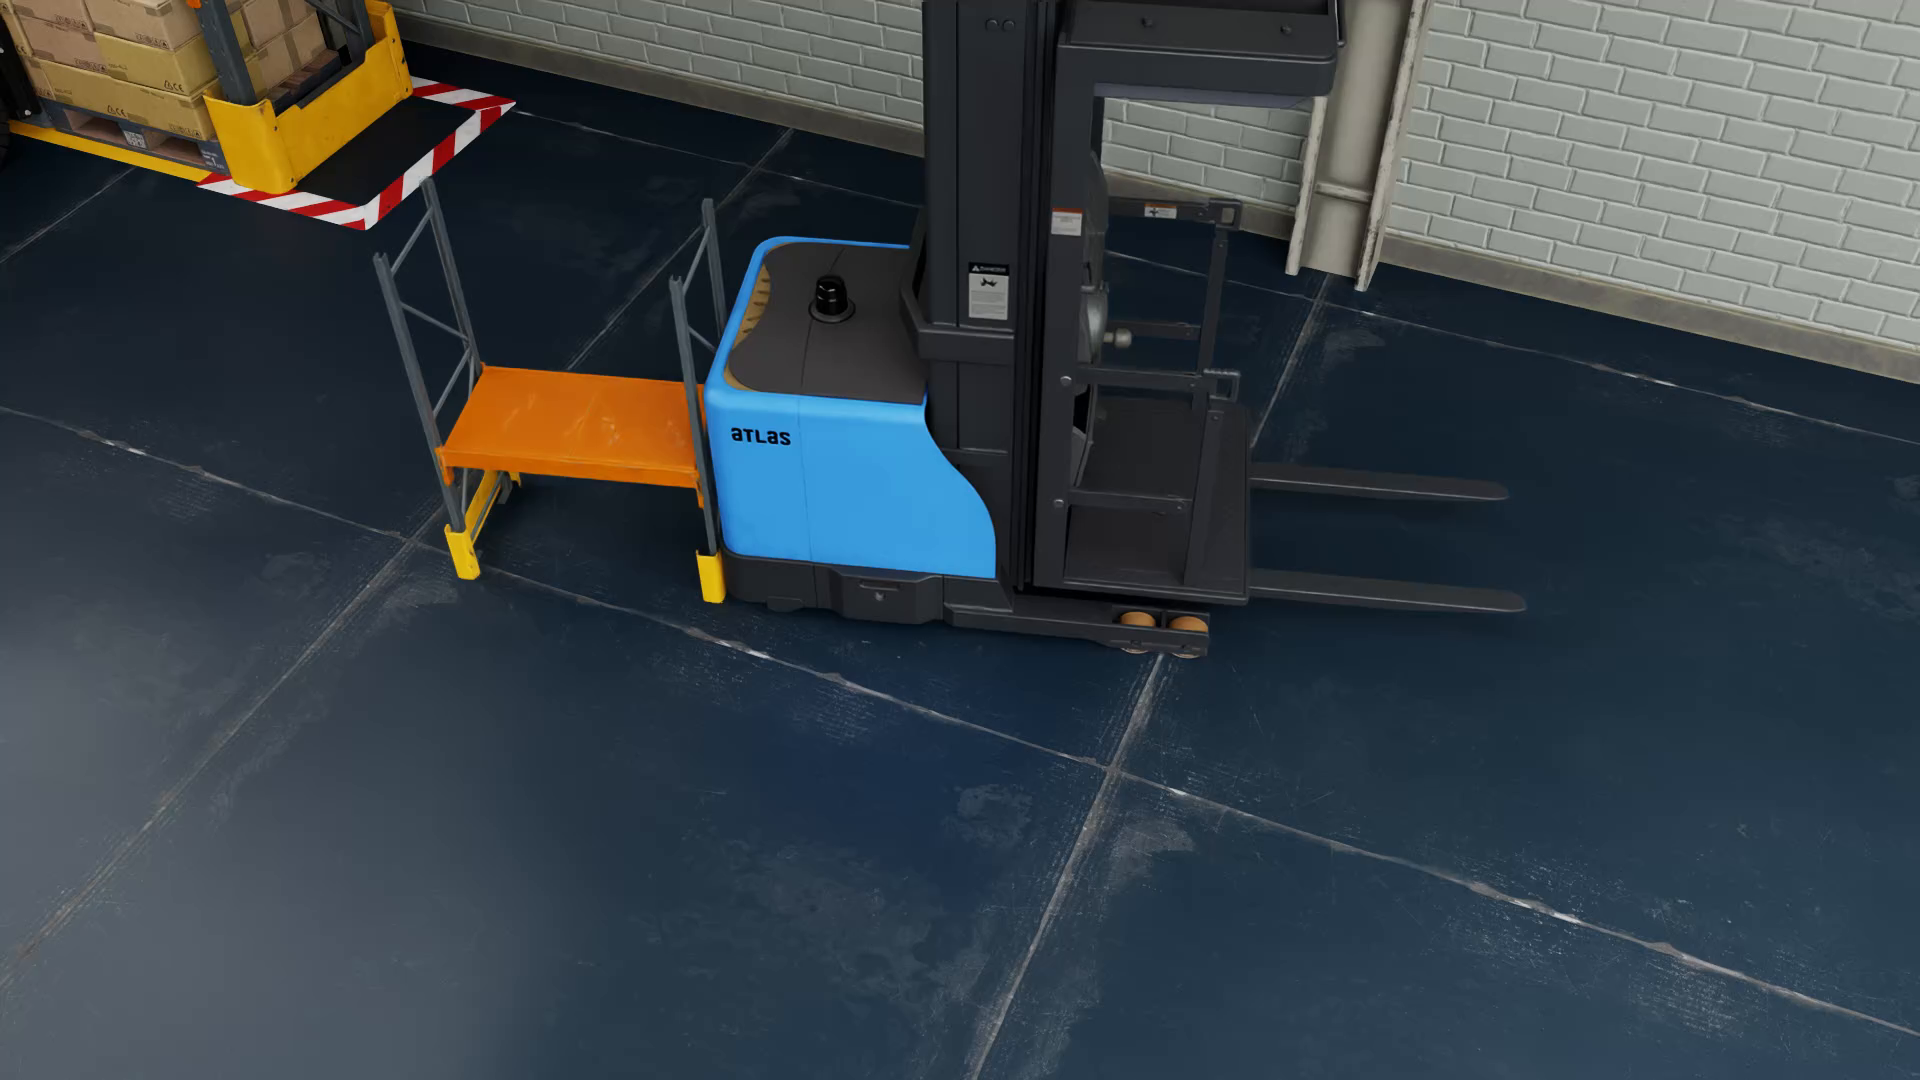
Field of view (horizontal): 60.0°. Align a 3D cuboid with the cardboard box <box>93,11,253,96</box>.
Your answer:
[{"bbox_3d":[-3.999,-2.535,8.469,0.500,0.250,0.500,16,47,15],"label":"cardboard box"}]

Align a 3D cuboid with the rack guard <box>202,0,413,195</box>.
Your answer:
[{"bbox_3d":[-3.407,-2.363,8.770,0.348,0.500,1.175,16,47,16],"label":"rack guard"}]

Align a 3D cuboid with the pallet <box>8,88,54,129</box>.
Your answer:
[{"bbox_3d":[-5.273,-2.779,9.394,1.213,0.211,1.003,16,47,16],"label":"pallet"}]

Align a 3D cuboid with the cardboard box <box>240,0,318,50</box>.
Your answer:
[{"bbox_3d":[-3.783,-2.869,8.805,0.500,0.250,0.500,17,47,17],"label":"cardboard box"}]

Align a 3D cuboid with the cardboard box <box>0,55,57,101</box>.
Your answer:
[{"bbox_3d":[-4.898,-2.634,8.923,0.500,0.250,0.500,17,47,16],"label":"cardboard box"}]

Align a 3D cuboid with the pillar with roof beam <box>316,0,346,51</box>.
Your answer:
[{"bbox_3d":[-5.382,-3.355,3.742,0.400,9.000,9.100,16,47,16],"label":"pillar with roof beam"}]

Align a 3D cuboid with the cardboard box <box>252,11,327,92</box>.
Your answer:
[{"bbox_3d":[-3.807,-2.690,8.979,0.500,0.250,0.500,17,47,16],"label":"cardboard box"}]

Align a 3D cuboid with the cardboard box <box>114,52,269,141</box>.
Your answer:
[{"bbox_3d":[-3.985,-2.351,8.638,0.500,0.250,0.500,17,47,16],"label":"cardboard box"}]

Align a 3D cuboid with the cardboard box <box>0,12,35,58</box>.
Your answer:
[{"bbox_3d":[-4.942,-2.805,8.740,0.500,0.250,0.500,15,47,15],"label":"cardboard box"}]

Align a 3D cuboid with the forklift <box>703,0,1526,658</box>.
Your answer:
[{"bbox_3d":[0.644,-0.992,5.669,3.031,2.935,1.130,5,45,5],"label":"forklift"}]

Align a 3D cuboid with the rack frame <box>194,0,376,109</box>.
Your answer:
[{"bbox_3d":[-3.429,-3.255,7.895,0.127,3.000,1.000,16,47,16],"label":"rack frame"}]

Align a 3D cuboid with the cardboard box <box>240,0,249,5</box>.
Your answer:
[{"bbox_3d":[-3.800,-3.038,8.619,0.500,0.250,0.500,16,47,15],"label":"cardboard box"}]

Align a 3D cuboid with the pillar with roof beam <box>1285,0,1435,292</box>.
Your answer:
[{"bbox_3d":[0.155,-1.726,2.105,0.400,9.000,9.100,16,47,16],"label":"pillar with roof beam"}]

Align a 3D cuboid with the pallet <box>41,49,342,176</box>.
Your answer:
[{"bbox_3d":[-4.151,-2.447,9.060,1.213,0.211,1.003,16,47,16],"label":"pallet"}]

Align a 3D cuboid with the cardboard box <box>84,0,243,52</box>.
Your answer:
[{"bbox_3d":[-3.974,-2.706,8.286,0.500,0.250,0.500,18,48,17],"label":"cardboard box"}]

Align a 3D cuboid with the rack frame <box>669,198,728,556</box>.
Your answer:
[{"bbox_3d":[-0.913,-0.491,6.180,0.032,1.500,0.500,5,45,5],"label":"rack frame"}]

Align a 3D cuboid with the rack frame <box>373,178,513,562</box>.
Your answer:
[{"bbox_3d":[-1.921,-0.582,6.271,0.032,1.500,0.500,5,45,5],"label":"rack frame"}]

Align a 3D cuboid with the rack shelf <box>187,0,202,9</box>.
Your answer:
[{"bbox_3d":[-5.275,-3.543,8.695,4.000,0.370,1.077,16,47,16],"label":"rack shelf"}]

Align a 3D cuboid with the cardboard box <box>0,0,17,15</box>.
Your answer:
[{"bbox_3d":[-4.917,-2.971,8.552,0.500,0.250,0.500,17,47,16],"label":"cardboard box"}]

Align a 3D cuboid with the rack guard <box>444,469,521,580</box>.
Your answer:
[{"bbox_3d":[-1.920,-0.139,6.712,0.087,0.250,0.587,5,45,5],"label":"rack guard"}]

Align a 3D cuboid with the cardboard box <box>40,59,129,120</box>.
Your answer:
[{"bbox_3d":[-4.440,-2.492,8.780,0.500,0.250,0.500,16,47,16],"label":"cardboard box"}]

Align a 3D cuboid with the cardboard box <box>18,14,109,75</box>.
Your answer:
[{"bbox_3d":[-4.458,-2.678,8.613,0.500,0.250,0.500,16,47,15],"label":"cardboard box"}]

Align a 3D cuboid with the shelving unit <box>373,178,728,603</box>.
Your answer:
[{"bbox_3d":[-1.426,-0.537,6.226,1.083,1.500,0.587,5,45,5],"label":"shelving unit"}]

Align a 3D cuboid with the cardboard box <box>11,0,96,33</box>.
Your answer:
[{"bbox_3d":[-4.448,-2.841,8.421,0.500,0.250,0.500,17,47,17],"label":"cardboard box"}]

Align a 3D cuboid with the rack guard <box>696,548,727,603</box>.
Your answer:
[{"bbox_3d":[-0.932,-0.049,6.622,0.087,0.250,0.587,5,45,5],"label":"rack guard"}]

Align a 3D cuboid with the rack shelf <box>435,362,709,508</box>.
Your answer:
[{"bbox_3d":[-1.417,-0.409,6.353,1.000,0.185,0.538,5,45,5],"label":"rack shelf"}]

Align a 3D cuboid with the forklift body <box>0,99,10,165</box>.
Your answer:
[{"bbox_3d":[-5.882,-2.282,7.518,1.214,2.155,2.313,16,47,16],"label":"forklift body"}]
